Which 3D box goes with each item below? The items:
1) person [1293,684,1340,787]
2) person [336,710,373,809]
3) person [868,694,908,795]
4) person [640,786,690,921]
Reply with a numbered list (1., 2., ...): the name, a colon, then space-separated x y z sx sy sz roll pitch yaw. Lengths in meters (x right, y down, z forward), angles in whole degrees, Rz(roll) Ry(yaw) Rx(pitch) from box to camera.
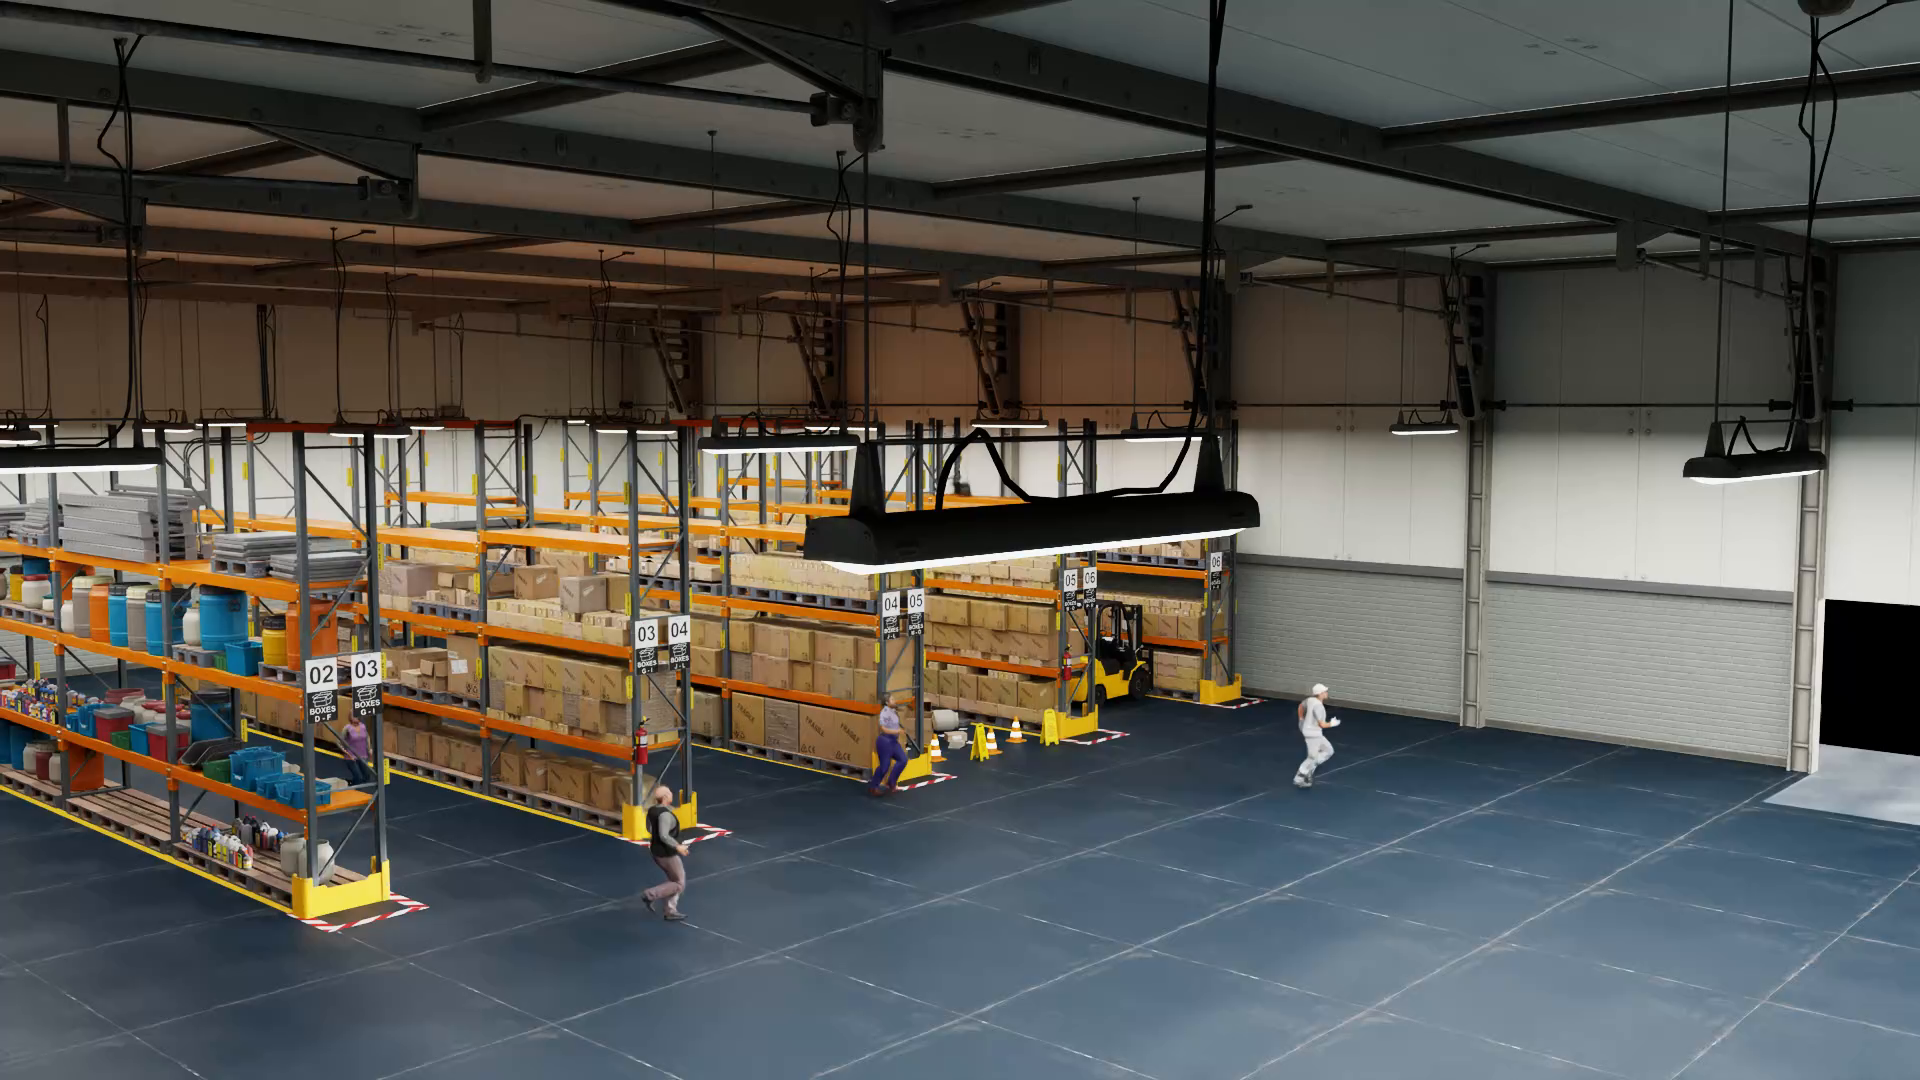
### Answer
1. person: 5.873 3.214 27.355 0.726 1.726 0.704 0 5 5
2. person: -9.523 3.420 26.109 0.594 1.553 0.583 3 6 37
3. person: -1.144 3.332 26.945 0.618 1.666 0.589 1 5 14
4. person: -3.640 3.840 20.309 0.624 1.681 0.660 -3 5 -28
